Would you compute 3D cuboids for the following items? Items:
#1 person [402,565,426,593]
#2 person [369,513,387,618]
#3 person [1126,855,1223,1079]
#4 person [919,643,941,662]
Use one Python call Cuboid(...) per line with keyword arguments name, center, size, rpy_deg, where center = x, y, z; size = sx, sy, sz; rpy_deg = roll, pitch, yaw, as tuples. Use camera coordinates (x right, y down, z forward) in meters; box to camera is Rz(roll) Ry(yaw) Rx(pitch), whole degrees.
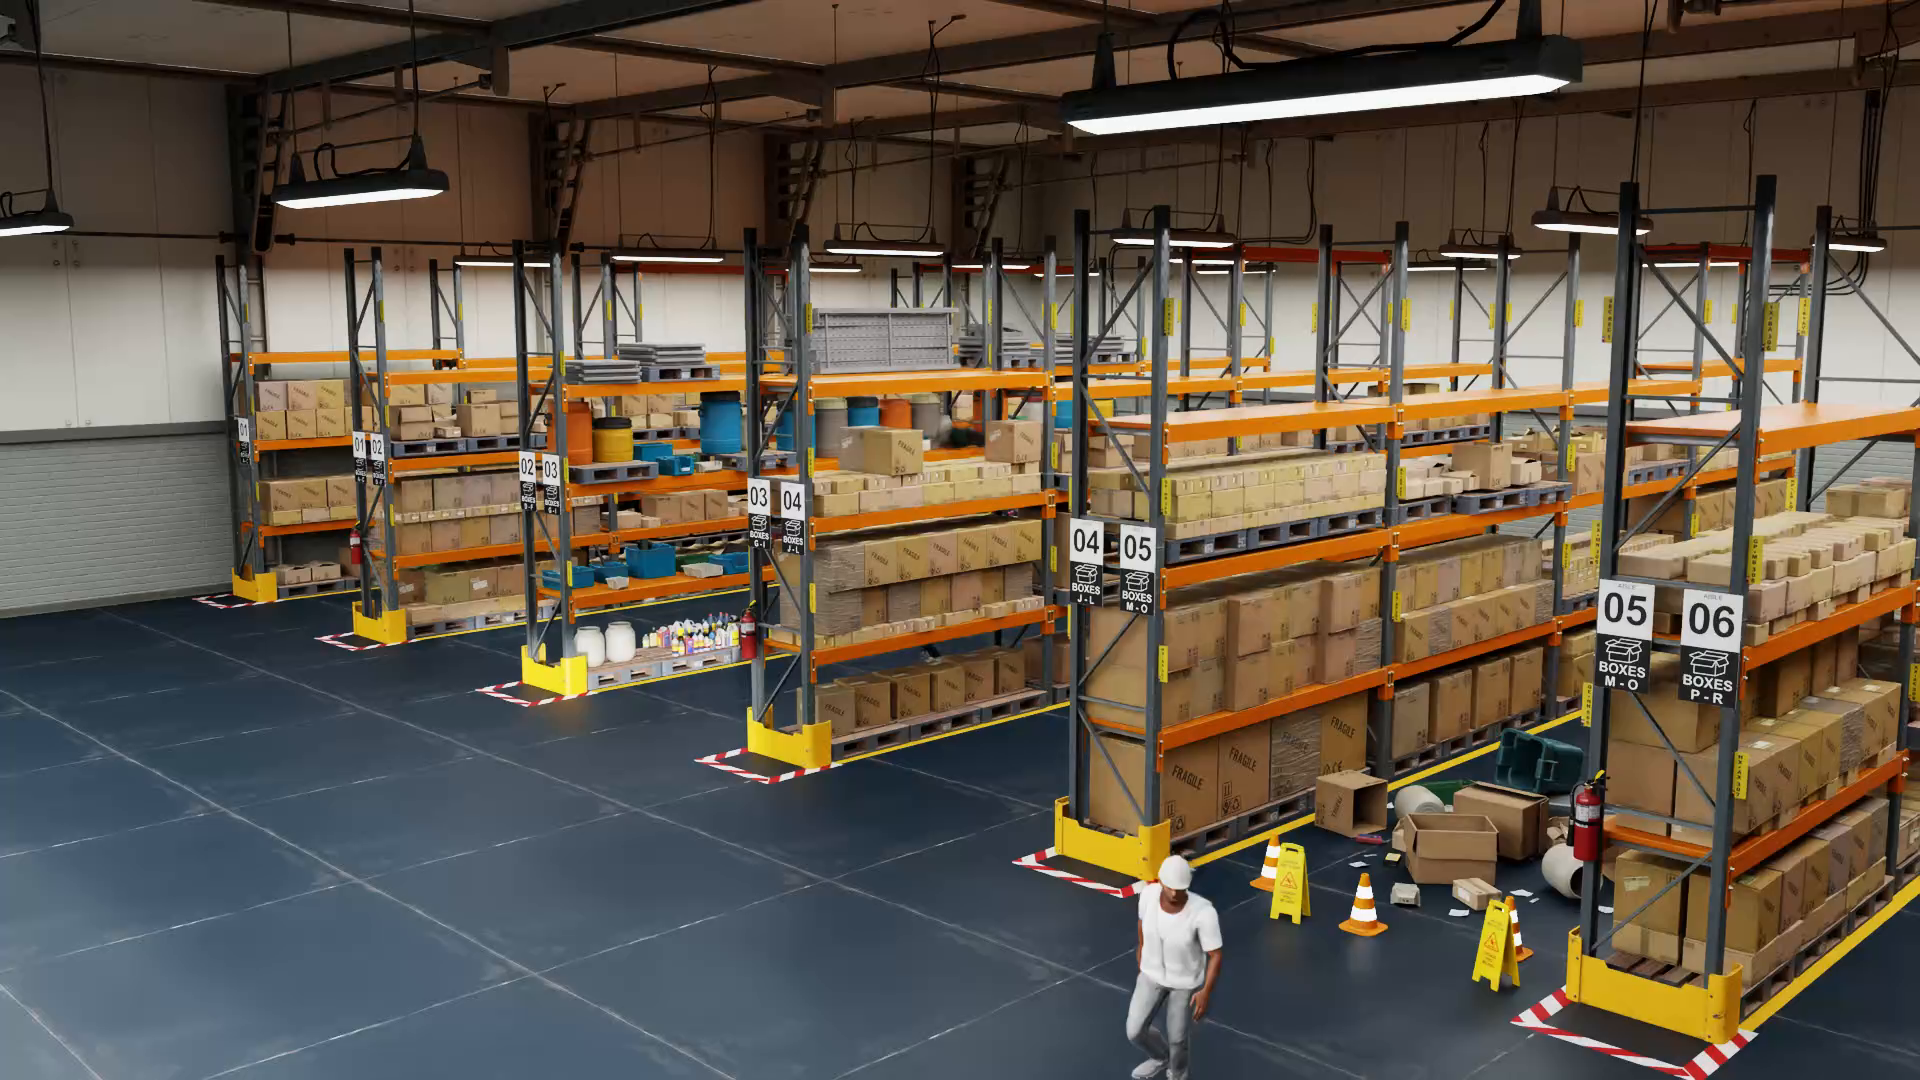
Cuboid(name="person", center=(-9.758, 0.166, 29.405), size=(0.662, 1.720, 0.785), rpy_deg=(-2, 8, -13))
Cuboid(name="person", center=(-9.430, 0.373, 27.632), size=(0.655, 1.753, 0.970), rpy_deg=(4, 9, 27))
Cuboid(name="person", center=(1.366, 2.812, 10.688), size=(0.695, 1.715, 0.663), rpy_deg=(4, 9, 26))
Cuboid(name="person", center=(-0.626, 1.133, 23.738), size=(0.907, 1.349, 0.559), rpy_deg=(-5, 10, -33))
